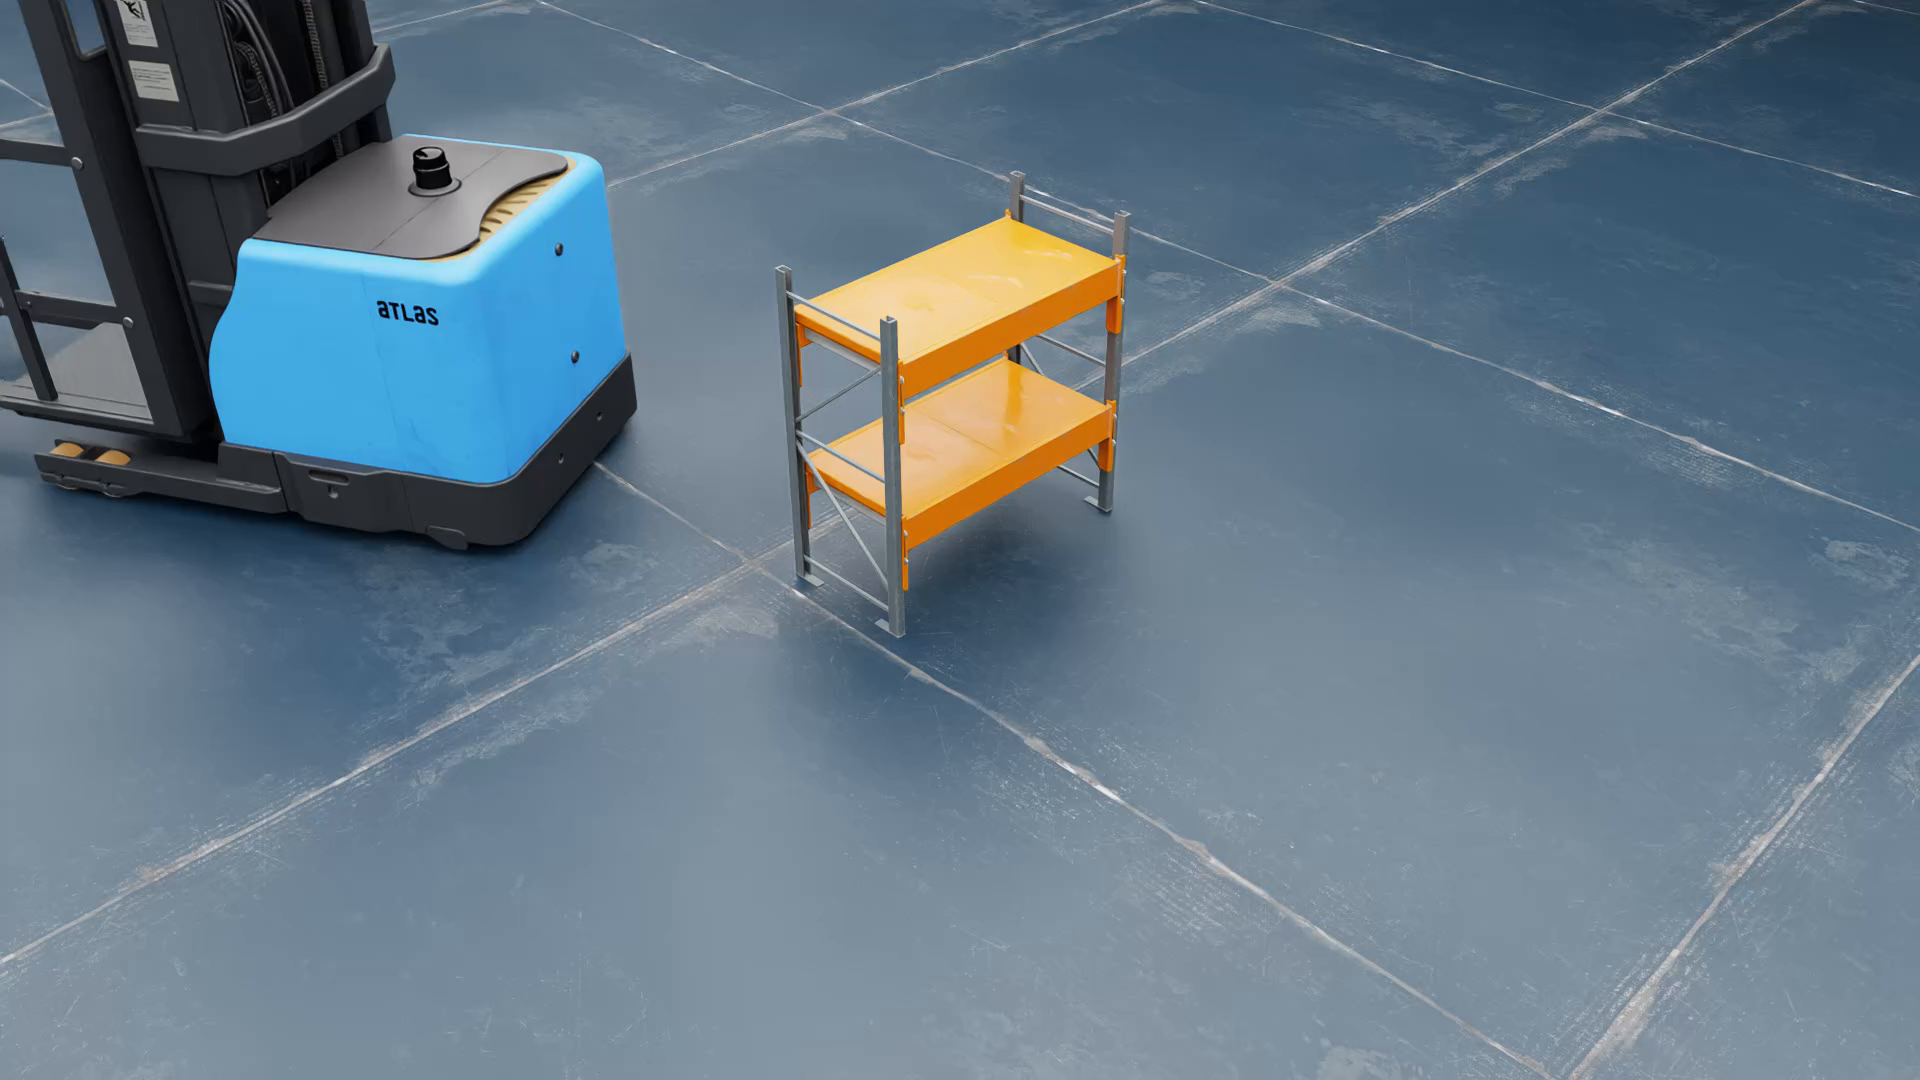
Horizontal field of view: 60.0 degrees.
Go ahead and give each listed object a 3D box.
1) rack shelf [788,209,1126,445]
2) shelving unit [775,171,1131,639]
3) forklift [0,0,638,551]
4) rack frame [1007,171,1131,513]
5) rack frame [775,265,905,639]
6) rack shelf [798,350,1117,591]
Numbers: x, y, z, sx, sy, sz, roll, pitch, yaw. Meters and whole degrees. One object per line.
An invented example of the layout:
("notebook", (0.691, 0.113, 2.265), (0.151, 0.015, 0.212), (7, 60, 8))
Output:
("rack shelf", (-0.005, -0.699, 5.257), (0.538, 0.278, 1.000), (30, 45, 35))
("shelving unit", (-0.005, -0.459, 5.424), (0.538, 1.125, 1.048), (30, 45, 35))
("forklift", (-2.806, -1.633, 5.530), (3.031, 2.935, 1.130), (9, 36, 13))
("rack frame", (0.353, -0.665, 5.720), (0.500, 1.125, 0.032), (30, 45, 35))
("rack frame", (-0.363, -0.252, 5.128), (0.500, 1.125, 0.032), (30, 45, 35))
("rack shelf", (-0.005, -0.258, 5.564), (0.538, 0.278, 1.000), (30, 45, 35))
